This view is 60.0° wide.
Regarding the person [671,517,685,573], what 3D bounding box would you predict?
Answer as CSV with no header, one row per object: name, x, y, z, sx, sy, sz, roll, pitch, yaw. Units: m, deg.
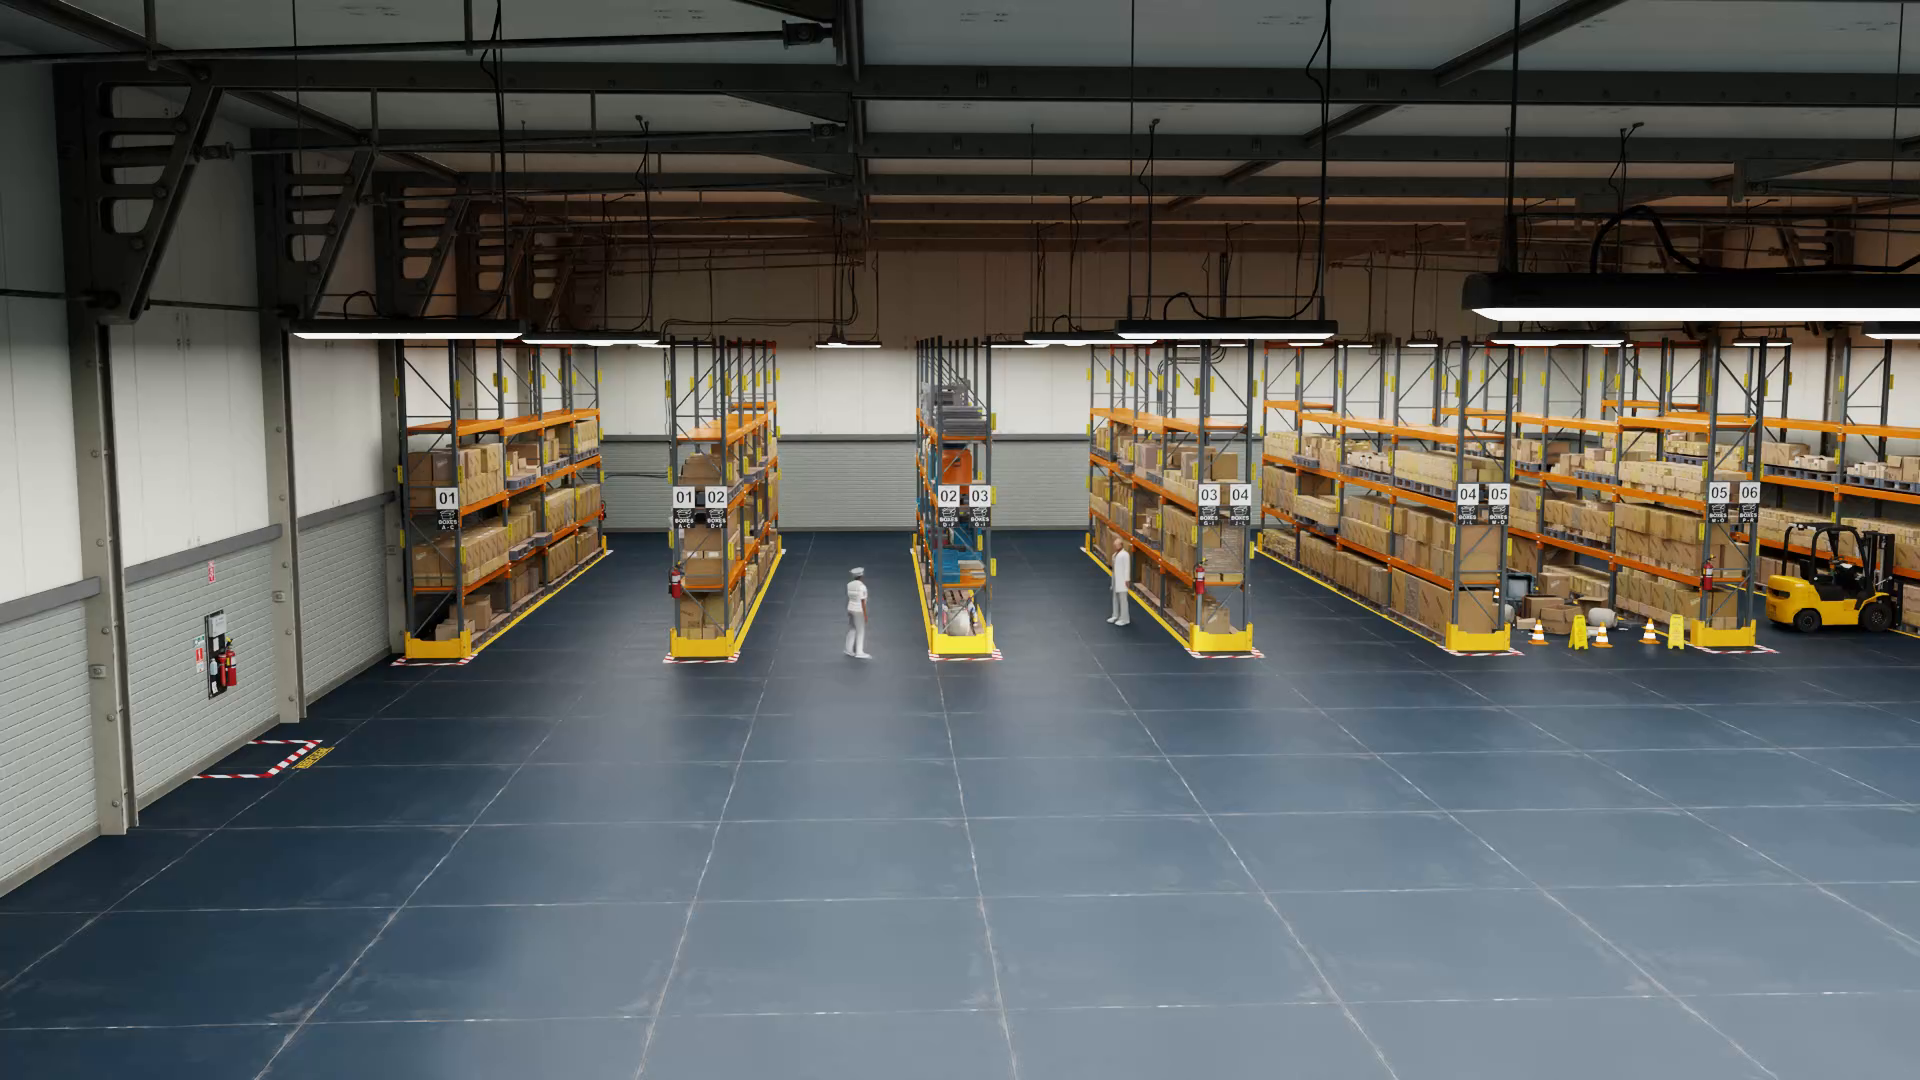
person,-7.205,-0.046,43.056,0.583,1.768,0.557,1,7,5

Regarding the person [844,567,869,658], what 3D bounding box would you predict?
person,-1.912,1.376,31.170,0.373,1.709,0.551,-4,7,-30

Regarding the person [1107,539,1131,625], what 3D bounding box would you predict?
person,3.333,0.865,34.984,0.411,1.778,0.643,-2,7,-18
